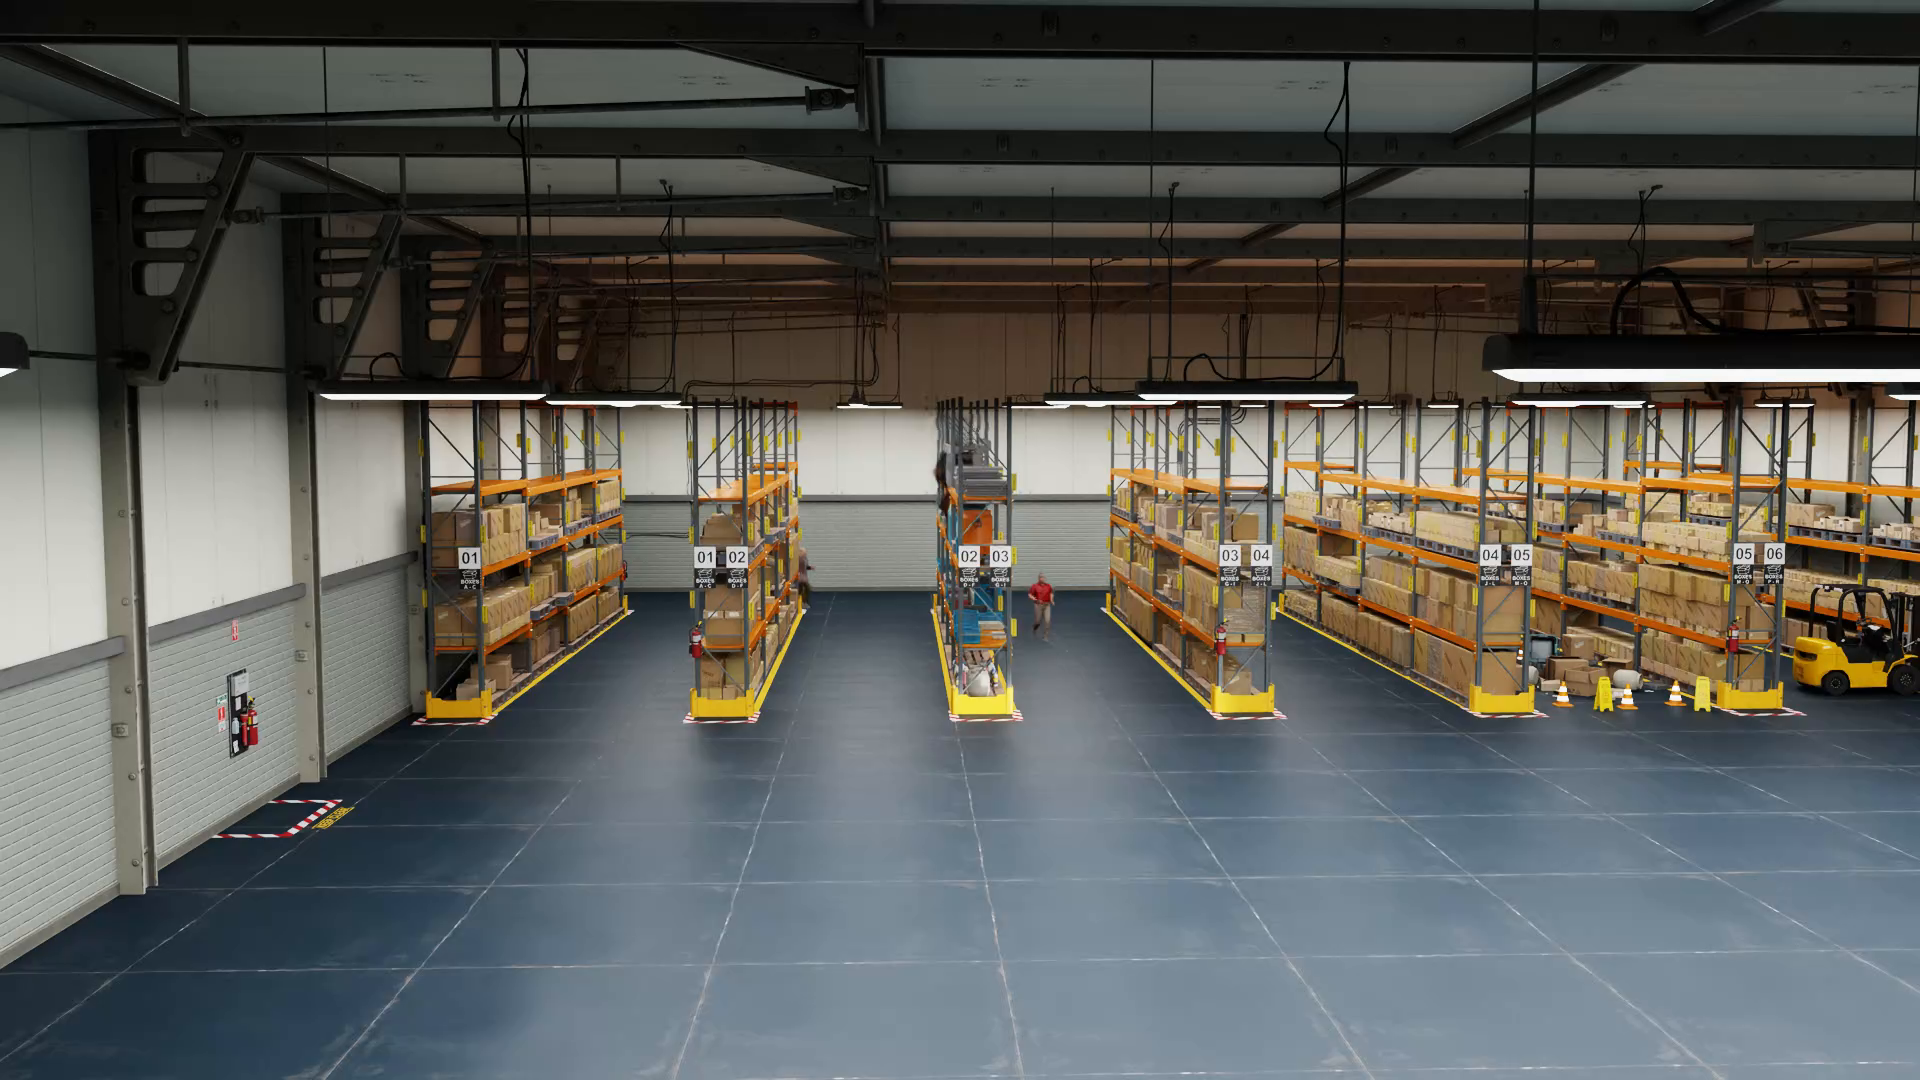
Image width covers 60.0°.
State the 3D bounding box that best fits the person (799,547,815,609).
[{"bbox_3d":[-4.643,1.112,48.451,0.859,1.814,0.714,1,5,19],"label":"person"}]

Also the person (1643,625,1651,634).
[{"bbox_3d":[16.679,1.786,39.867,0.640,1.748,0.931,0,4,-1],"label":"person"}]

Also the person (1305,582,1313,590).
[{"bbox_3d":[10.413,1.127,49.014,0.653,1.609,0.553,-1,5,-16],"label":"person"}]

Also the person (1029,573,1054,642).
[{"bbox_3d":[2.045,1.678,41.507,0.674,1.673,0.782,-1,5,-15],"label":"person"}]

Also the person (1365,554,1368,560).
[{"bbox_3d":[11.405,1.234,46.910,0.703,1.733,0.747,-1,5,-17],"label":"person"}]
